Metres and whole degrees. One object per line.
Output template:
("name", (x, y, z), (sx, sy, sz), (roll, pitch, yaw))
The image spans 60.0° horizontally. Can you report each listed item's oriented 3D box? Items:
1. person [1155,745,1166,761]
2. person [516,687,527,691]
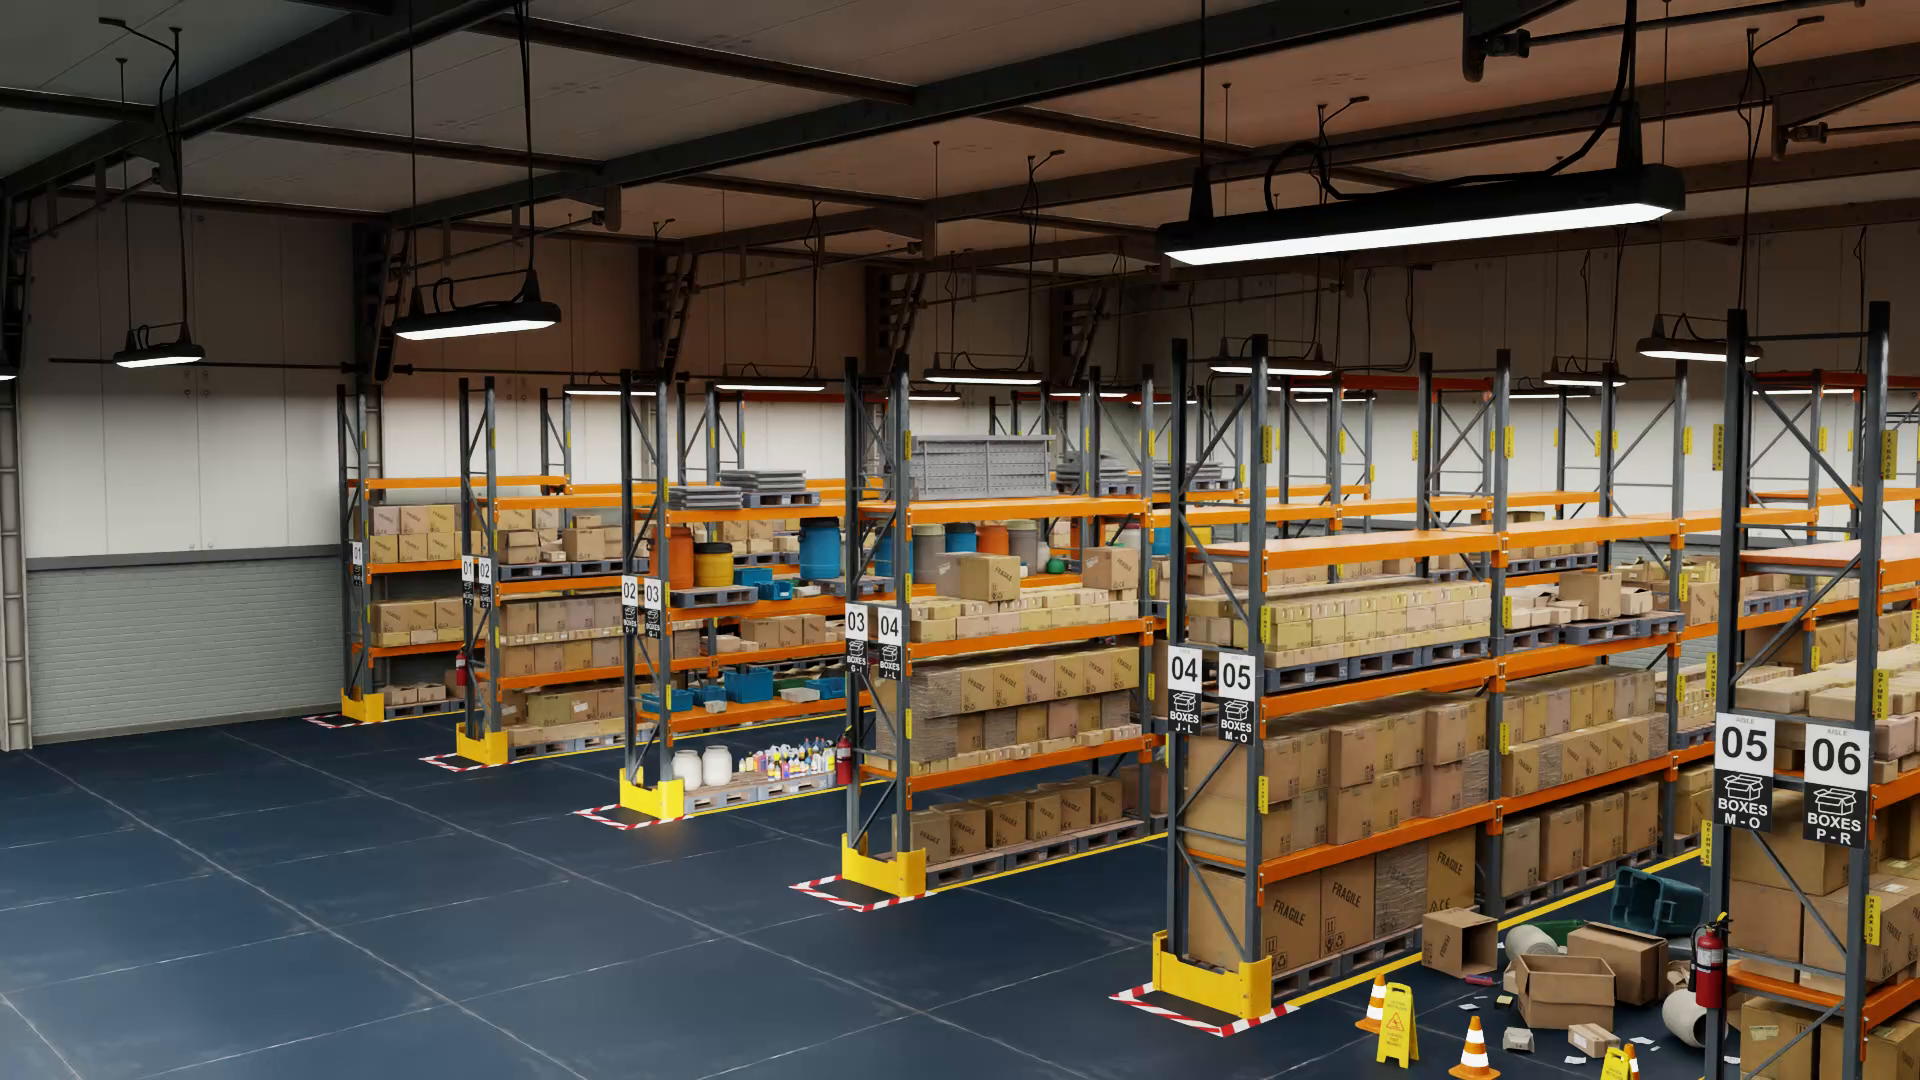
("person", (3.151, 2.610, 25.547), (0.537, 1.769, 0.565), (-3, 5, -39))
("person", (-7.479, 2.538, 28.271), (0.721, 1.559, 0.598), (-3, 5, -39))
